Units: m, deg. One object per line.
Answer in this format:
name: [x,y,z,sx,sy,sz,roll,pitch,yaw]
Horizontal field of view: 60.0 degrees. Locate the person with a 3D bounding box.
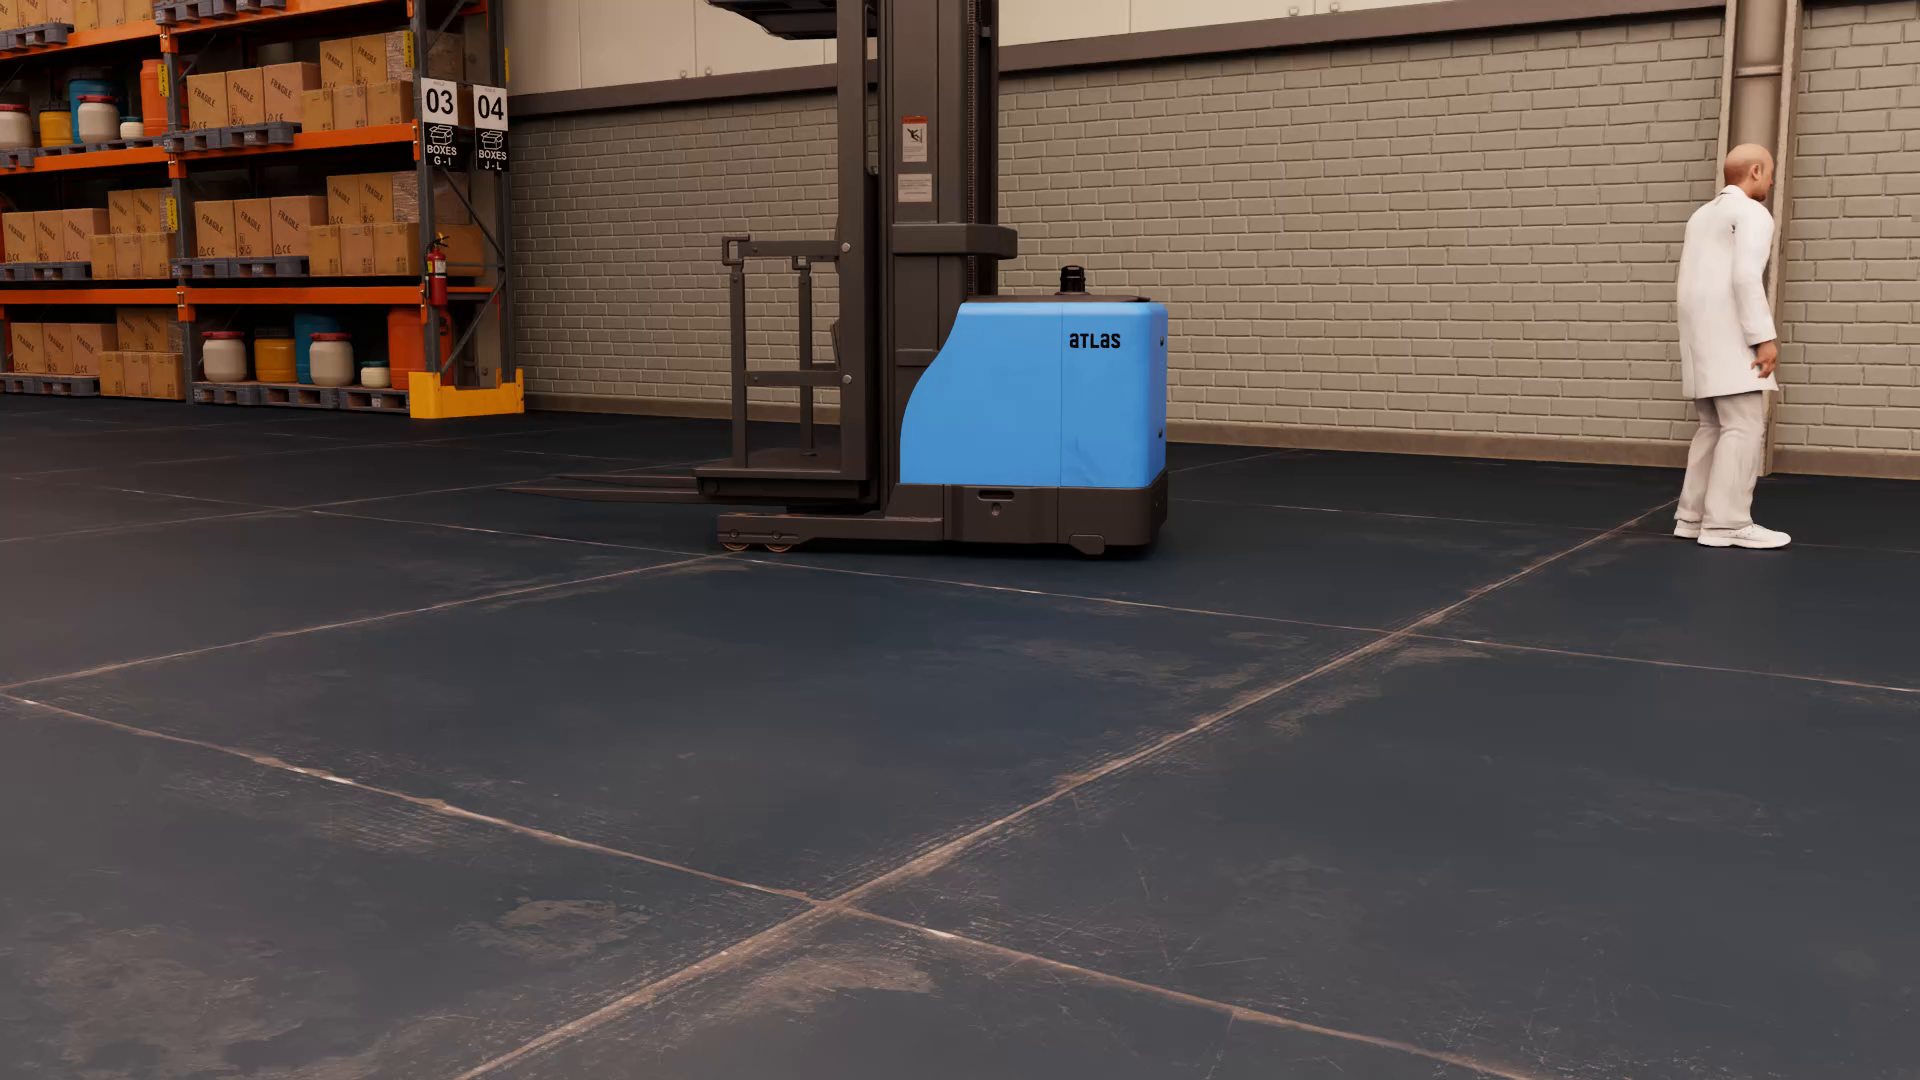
person: [3.455,-0.876,7.467,0.436,1.773,0.650,0,8,-1]

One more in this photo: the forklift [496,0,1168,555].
forklift: [-0.596,-1.469,7.520,3.031,2.935,1.130,2,8,12]
